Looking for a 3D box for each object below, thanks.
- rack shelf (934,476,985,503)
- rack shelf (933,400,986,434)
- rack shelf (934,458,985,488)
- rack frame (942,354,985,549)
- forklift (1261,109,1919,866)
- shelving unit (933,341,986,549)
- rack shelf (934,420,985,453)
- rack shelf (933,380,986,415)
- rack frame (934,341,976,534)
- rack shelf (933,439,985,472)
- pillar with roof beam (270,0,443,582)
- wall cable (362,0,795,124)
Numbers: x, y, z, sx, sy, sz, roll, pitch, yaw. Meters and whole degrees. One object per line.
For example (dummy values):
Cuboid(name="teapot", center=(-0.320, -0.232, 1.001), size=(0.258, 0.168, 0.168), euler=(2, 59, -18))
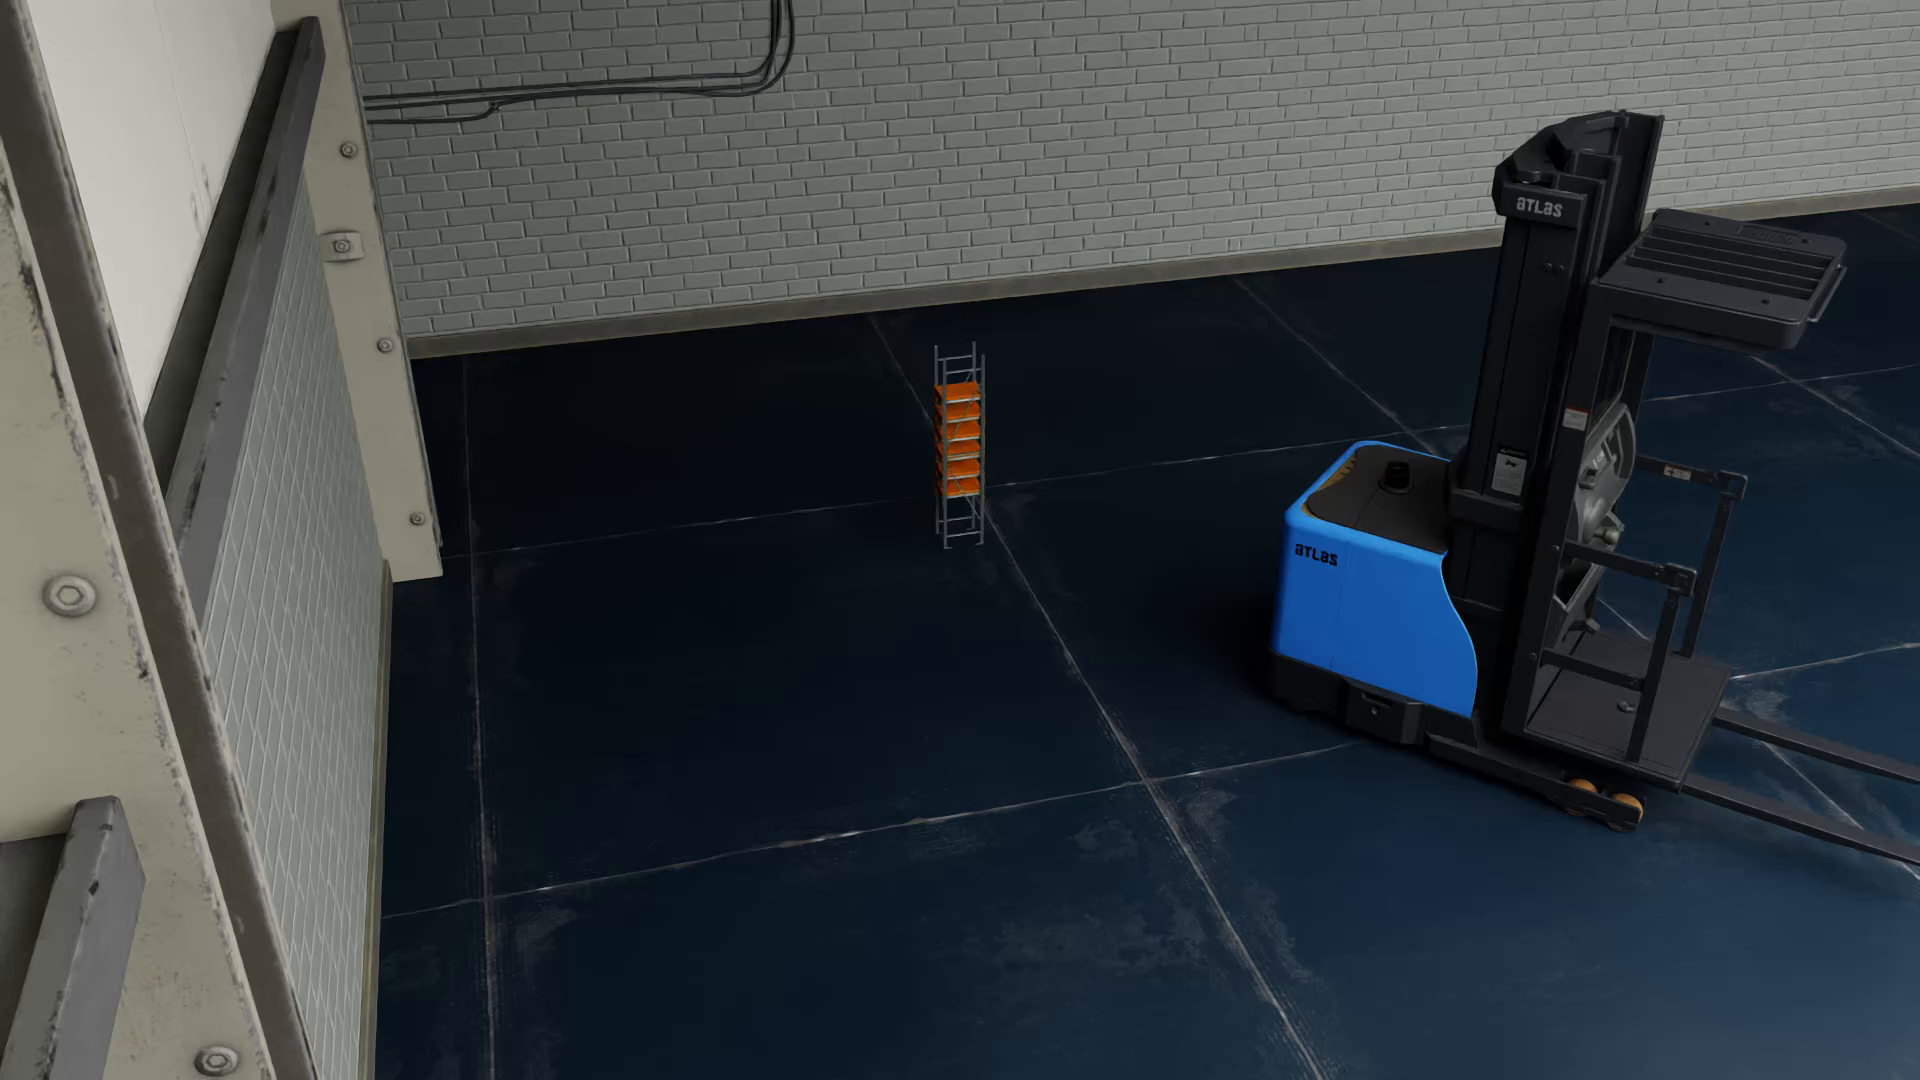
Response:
Cuboid(name="rack shelf", center=(-0.004, -0.280, 9.604), size=(0.258, 0.103, 0.180), euler=(-8, 31, -13))
Cuboid(name="rack shelf", center=(-0.004, -0.696, 9.364), size=(0.258, 0.103, 0.180), euler=(-8, 31, -13))
Cuboid(name="rack shelf", center=(-0.004, -0.384, 9.544), size=(0.258, 0.103, 0.180), euler=(-8, 31, -13))
Cuboid(name="rack frame", center=(0.020, -0.482, 9.385), size=(0.240, 1.200, 0.006), euler=(-8, 31, -13))
Cuboid(name="forklift", center=(3.024, -0.262, 7.277), size=(3.031, 2.935, 1.130), euler=(18, 35, 29))
Cuboid(name="shelving unit", center=(-0.004, -0.526, 9.461), size=(0.258, 1.200, 0.189), euler=(-8, 31, -13))
Cuboid(name="rack shelf", center=(-0.004, -0.592, 9.424), size=(0.258, 0.103, 0.180), euler=(-8, 31, -13))
Cuboid(name="rack shelf", center=(-0.004, -0.799, 9.303), size=(0.258, 0.103, 0.180), euler=(-8, 31, -13))
Cuboid(name="rack frame", center=(-0.028, -0.570, 9.538), size=(0.240, 1.200, 0.006), euler=(-8, 31, -13))
Cuboid(name="rack shelf", center=(-0.004, -0.488, 9.484), size=(0.258, 0.103, 0.180), euler=(-8, 31, -13))
Cuboid(name="pillar with roof beam", center=(1.026, -4.341, 8.266), size=(9.100, 9.000, 0.400), euler=(-8, 31, -13))
Cuboid(name="wall cable", center=(-2.632, -4.023, 10.817), size=(3.097, 2.526, 0.112), euler=(-8, 31, -13))
